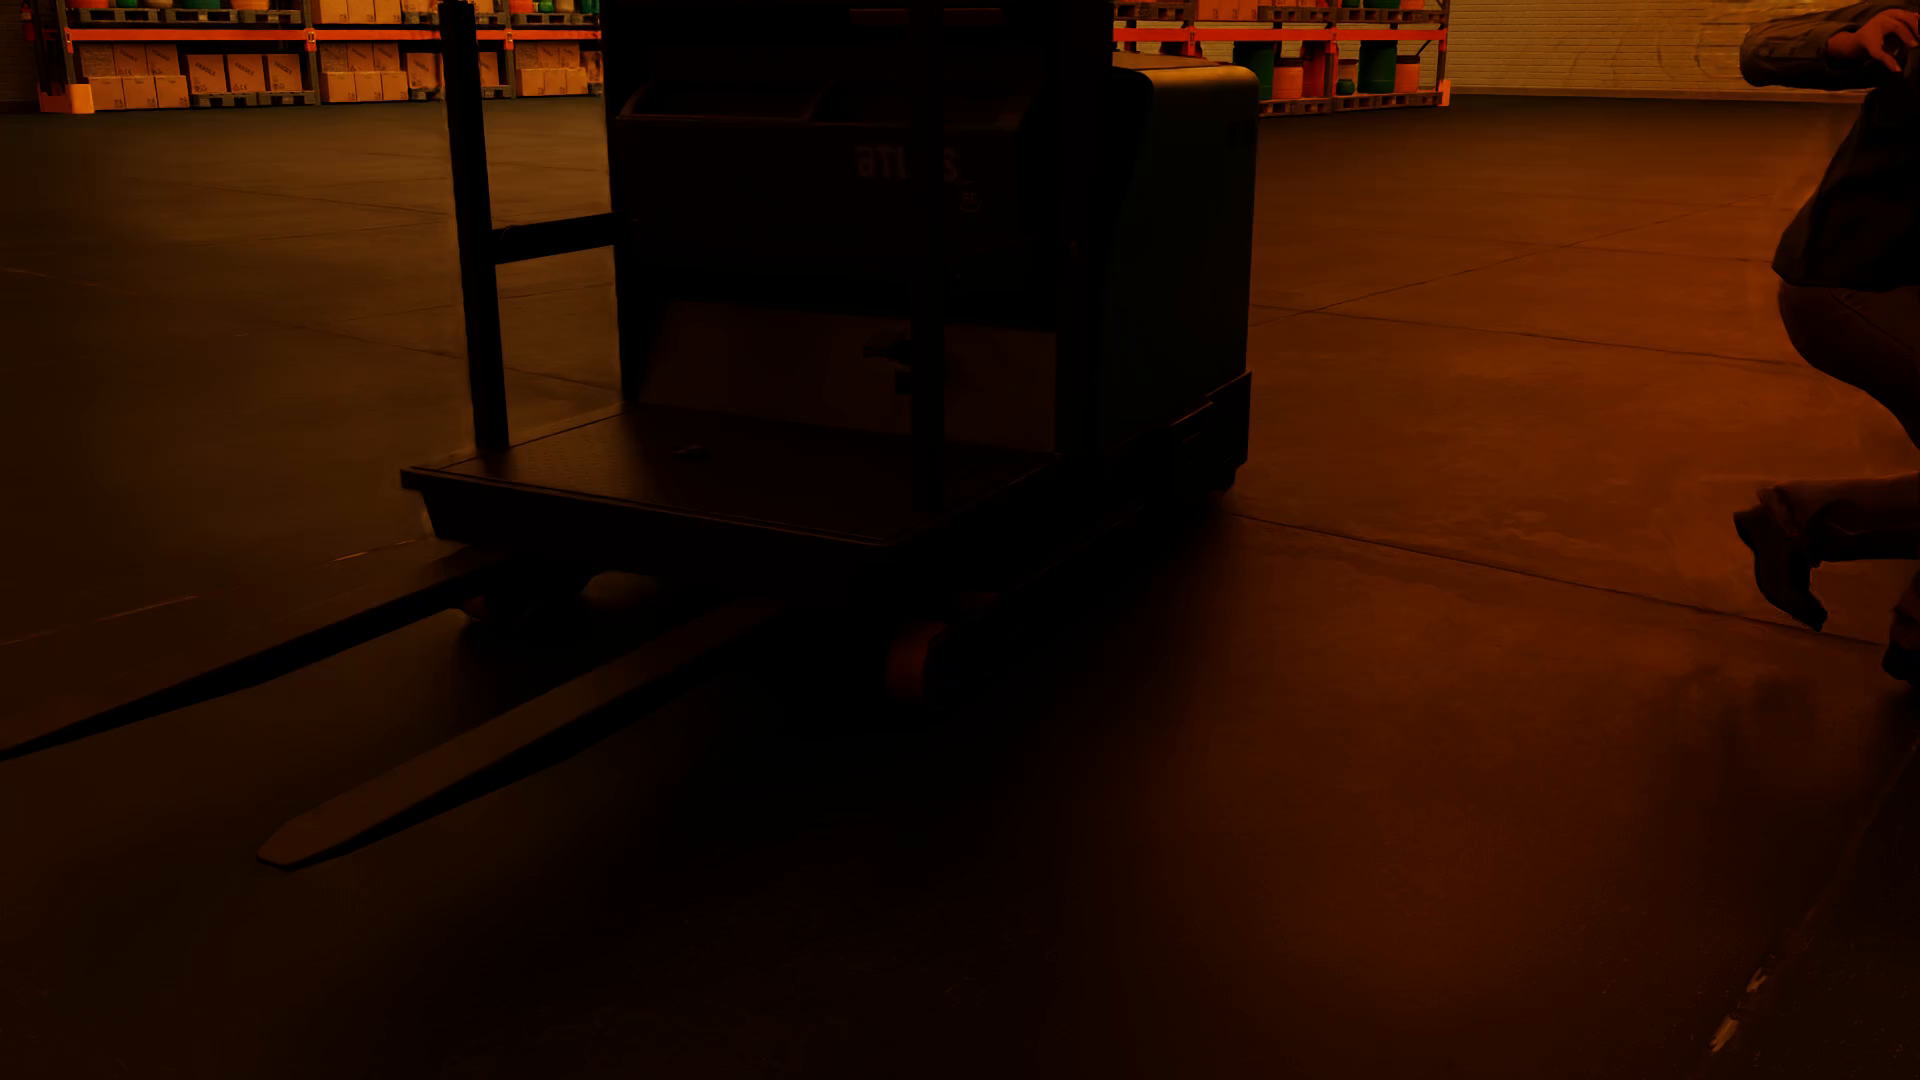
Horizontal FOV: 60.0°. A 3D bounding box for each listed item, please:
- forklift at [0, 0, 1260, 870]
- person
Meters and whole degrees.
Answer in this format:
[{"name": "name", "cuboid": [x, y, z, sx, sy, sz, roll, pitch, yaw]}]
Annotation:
[{"name": "forklift", "cuboid": [-0.371, -1.245, 2.997, 1.130, 2.935, 3.031, 9, 19, 26]}, {"name": "person", "cuboid": [1.761, -0.393, 2.764, 0.771, 1.450, 1.048, -6, 18, -19]}]
